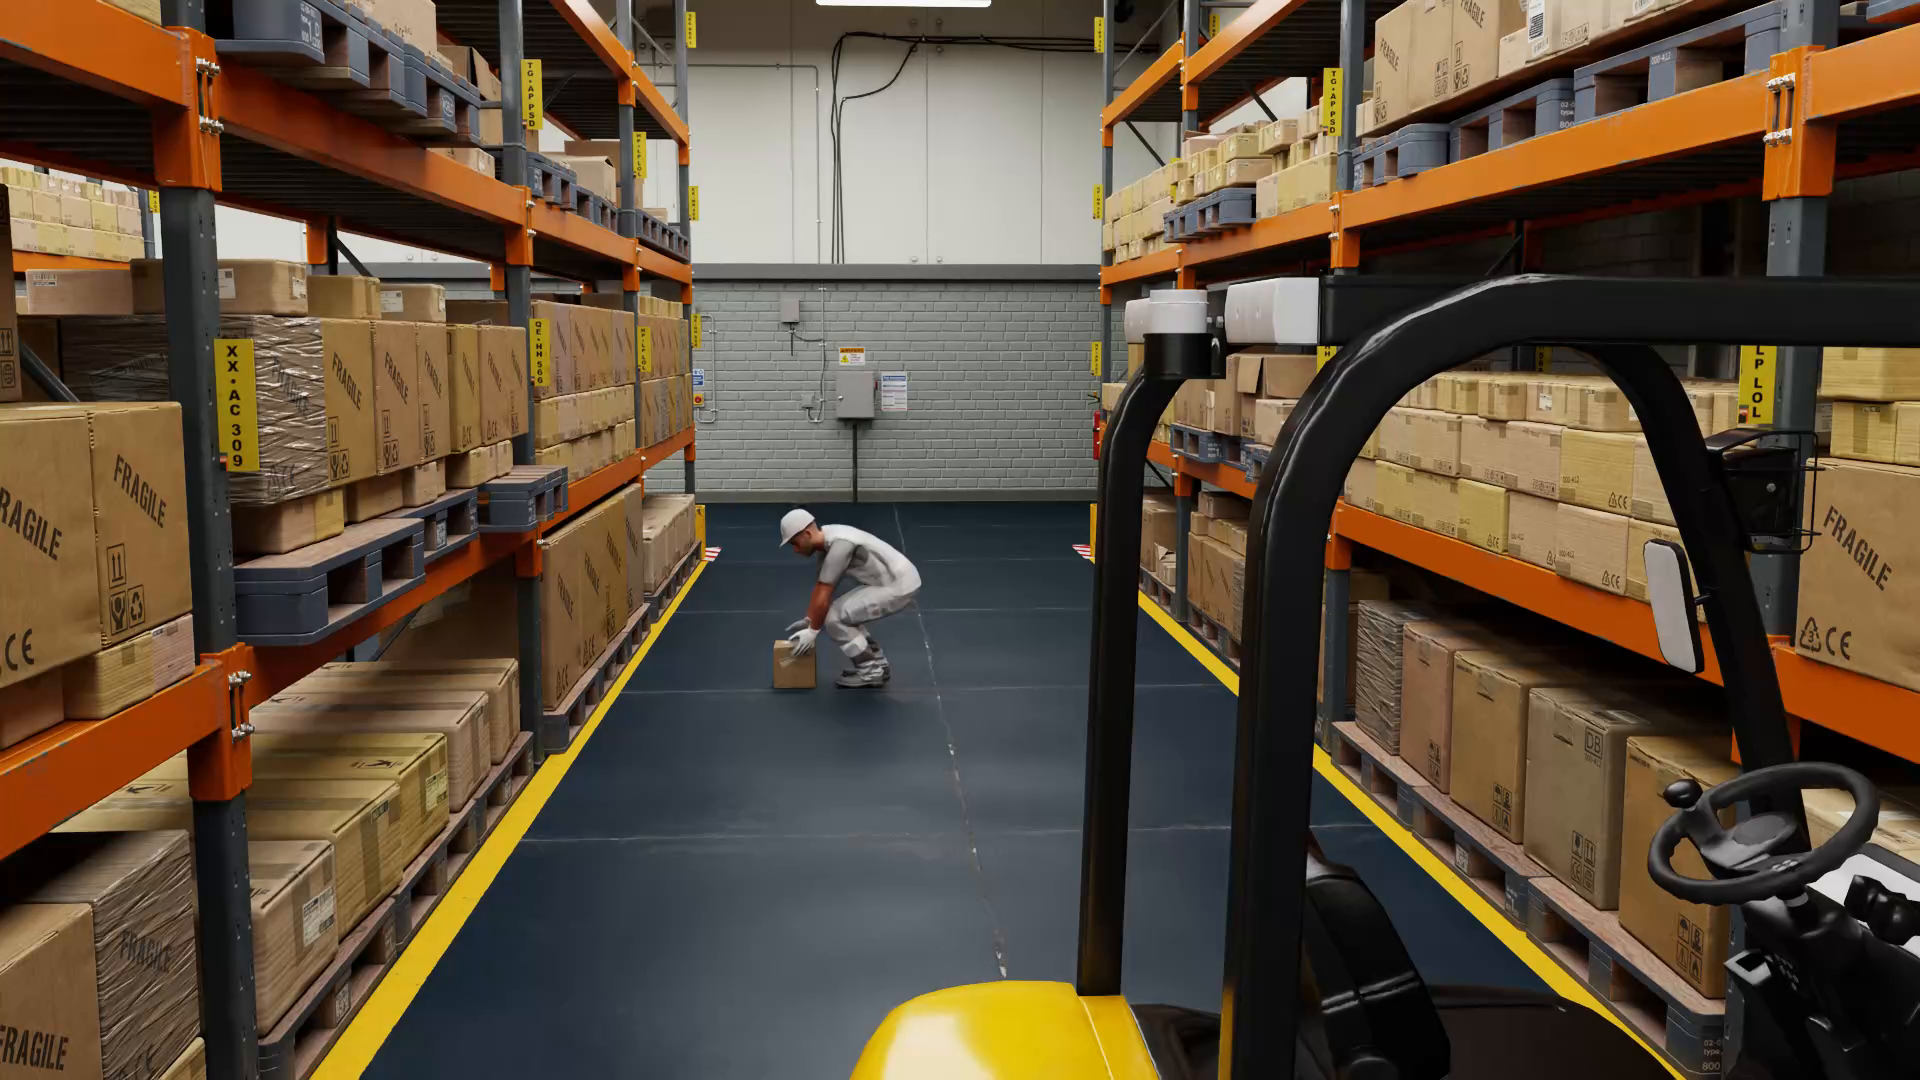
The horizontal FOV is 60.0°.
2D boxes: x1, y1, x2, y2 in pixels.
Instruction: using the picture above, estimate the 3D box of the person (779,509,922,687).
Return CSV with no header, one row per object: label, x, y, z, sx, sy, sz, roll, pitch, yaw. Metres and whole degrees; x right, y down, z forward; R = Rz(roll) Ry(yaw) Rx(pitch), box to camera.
person,-0.666,0.348,10.176,0.866,1.091,0.581,0,7,-4
